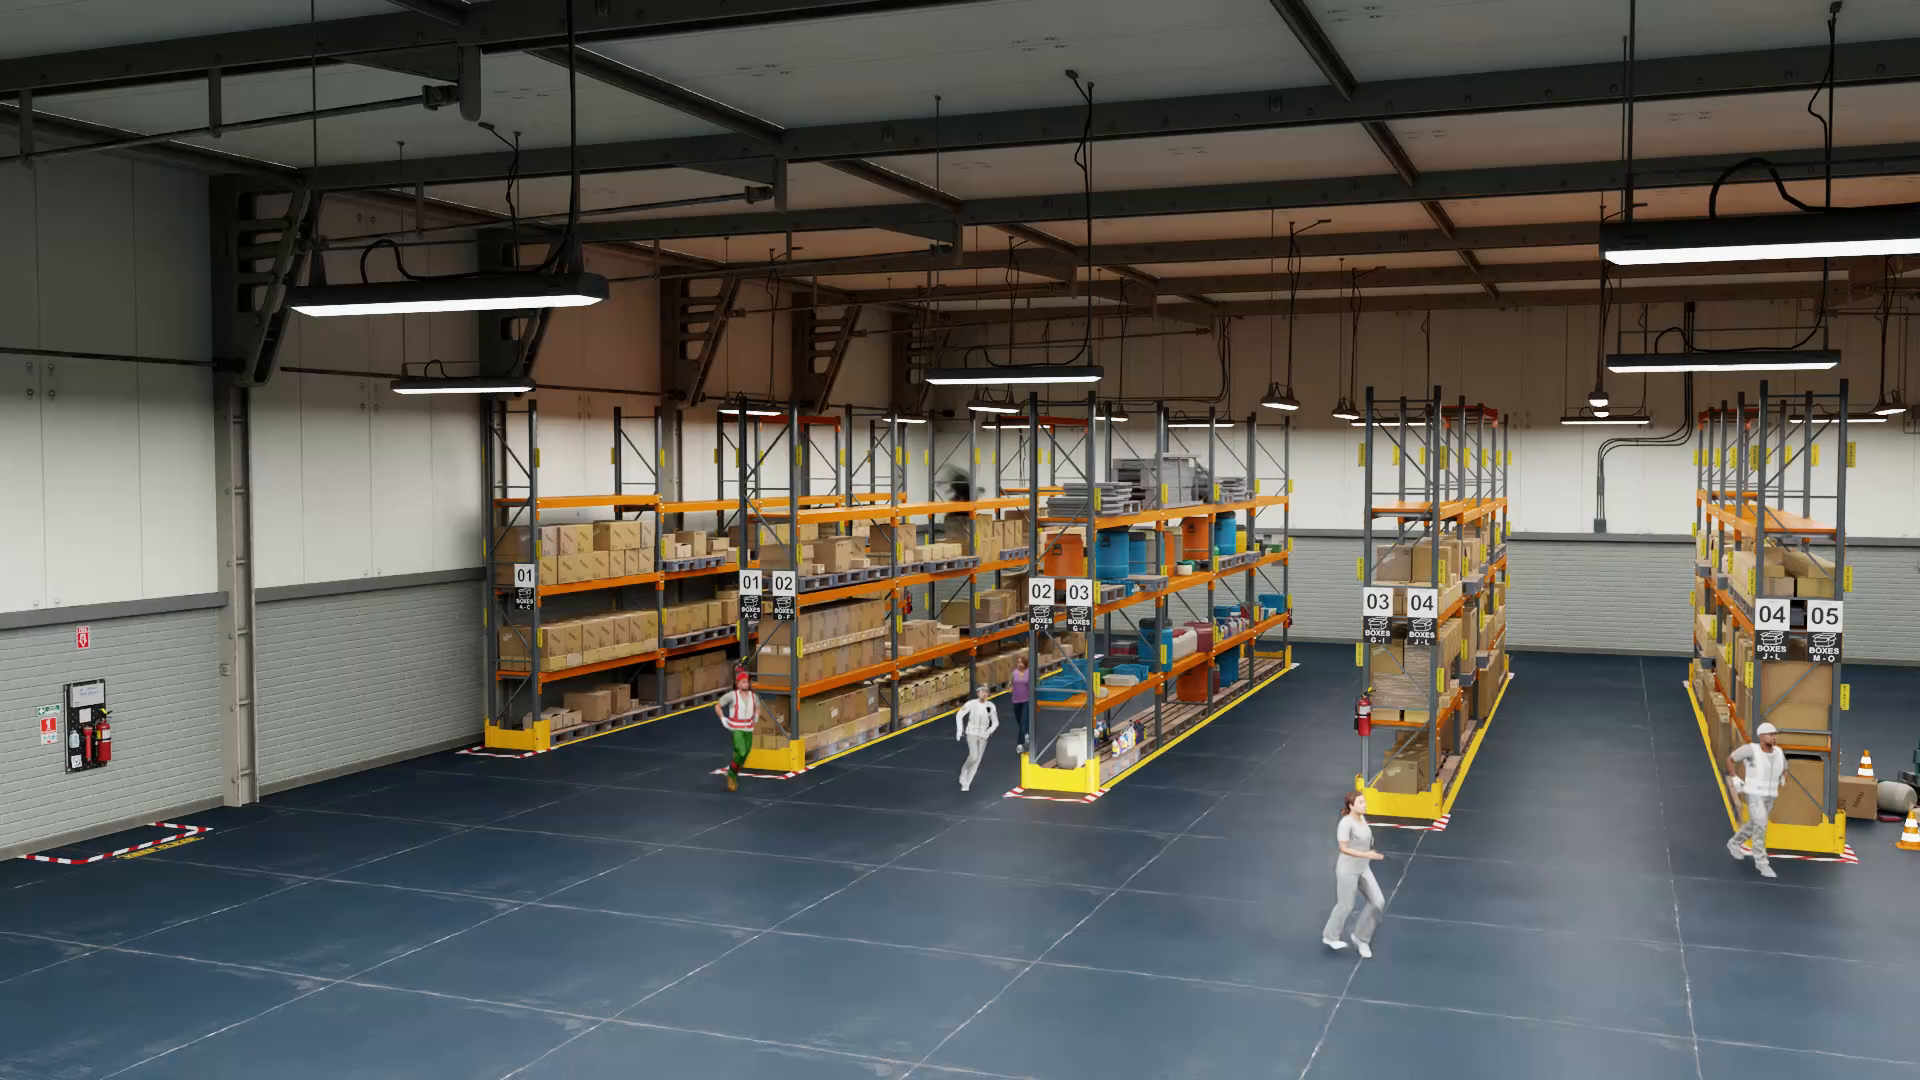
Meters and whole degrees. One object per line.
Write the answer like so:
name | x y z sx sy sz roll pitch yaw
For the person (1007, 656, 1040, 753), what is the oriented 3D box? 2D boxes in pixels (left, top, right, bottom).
person | 1.070 2.782 28.498 0.540 1.597 0.879 1 3 19

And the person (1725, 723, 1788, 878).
person | 9.752 3.124 20.265 0.702 1.813 0.921 -1 3 -15

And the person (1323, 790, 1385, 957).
person | 3.973 3.356 16.702 0.576 1.713 0.705 -2 4 -41

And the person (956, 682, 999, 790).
person | 0.288 2.952 24.968 0.626 1.623 0.548 -1 3 -11

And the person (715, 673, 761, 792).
person | -3.276 2.879 25.012 0.689 1.763 0.603 -2 4 -37
